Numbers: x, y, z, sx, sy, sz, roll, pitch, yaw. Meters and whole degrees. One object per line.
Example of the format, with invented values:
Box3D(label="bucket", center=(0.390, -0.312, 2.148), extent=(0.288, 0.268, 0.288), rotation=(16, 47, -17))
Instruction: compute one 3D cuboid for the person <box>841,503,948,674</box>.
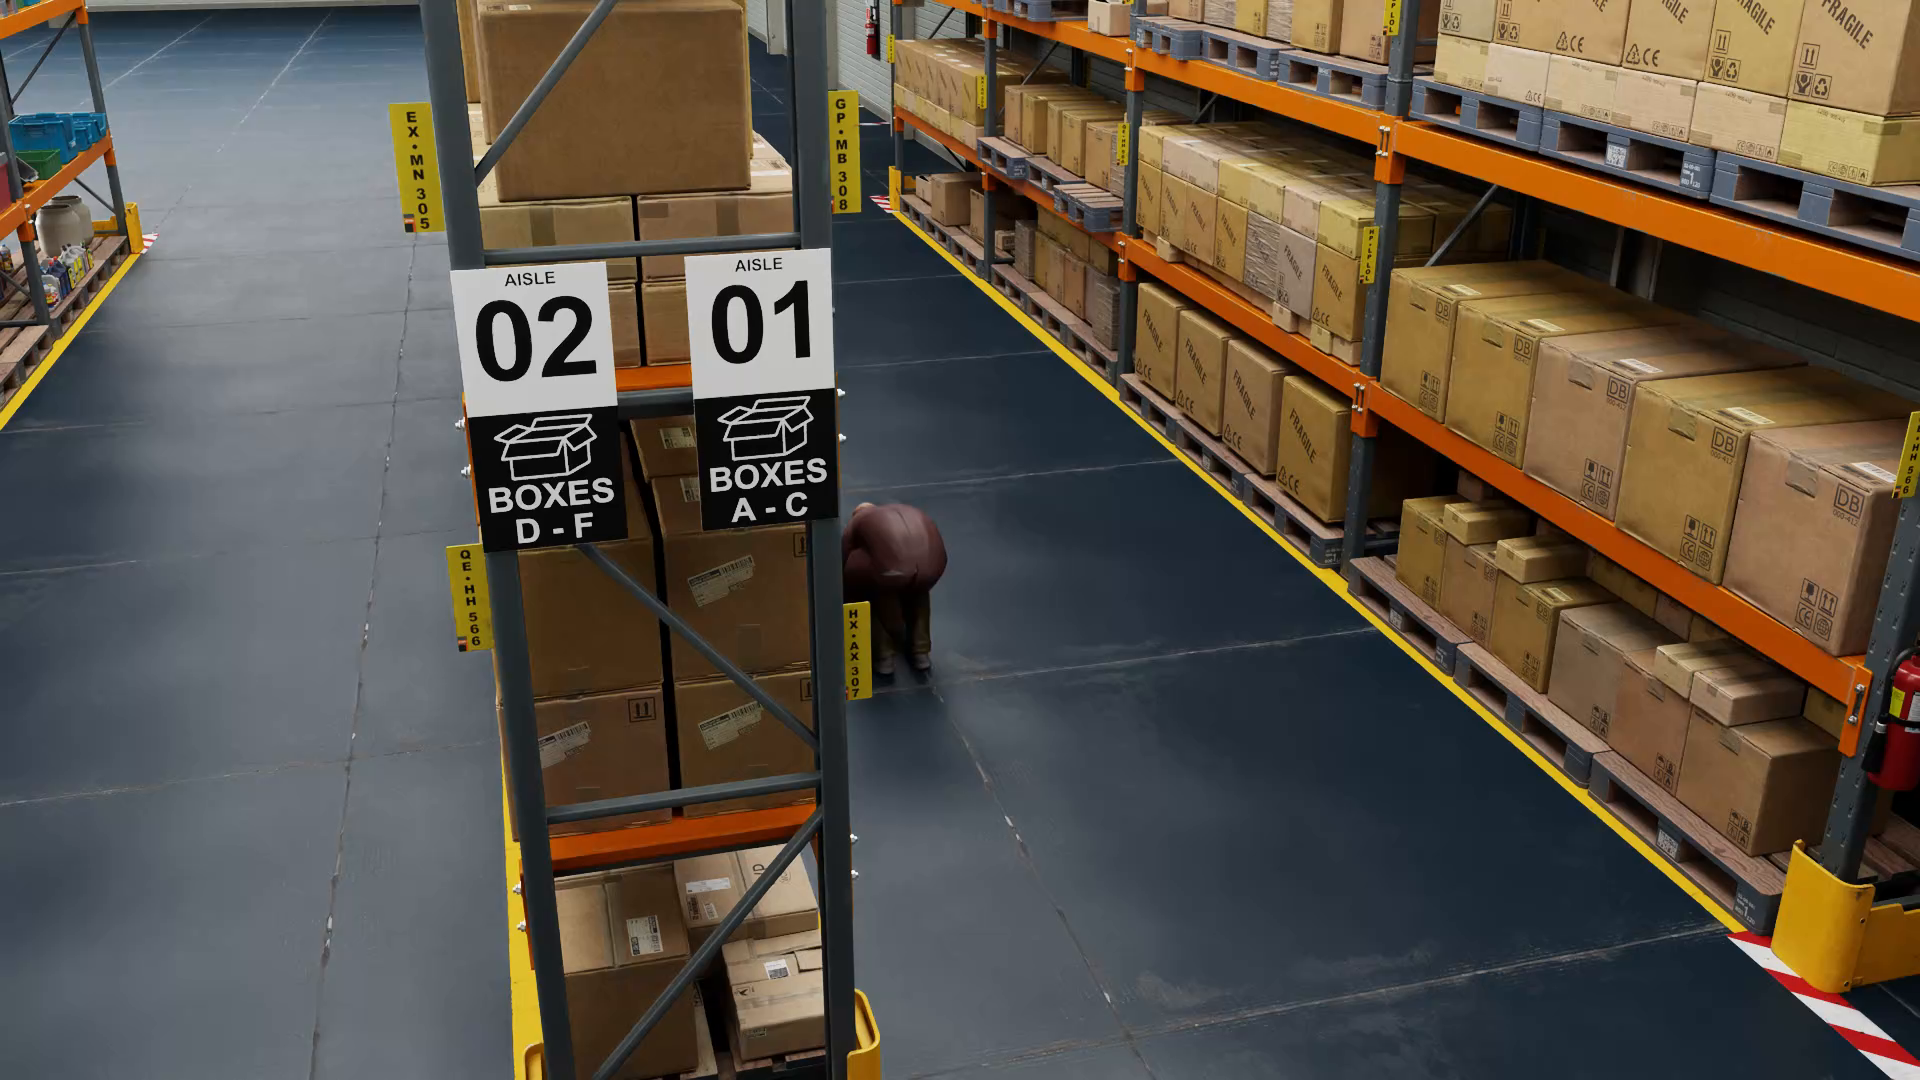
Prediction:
Box3D(label="person", center=(-0.399, 0.211, 9.229), extent=(0.584, 0.933, 0.956), rotation=(-8, 24, -19))
